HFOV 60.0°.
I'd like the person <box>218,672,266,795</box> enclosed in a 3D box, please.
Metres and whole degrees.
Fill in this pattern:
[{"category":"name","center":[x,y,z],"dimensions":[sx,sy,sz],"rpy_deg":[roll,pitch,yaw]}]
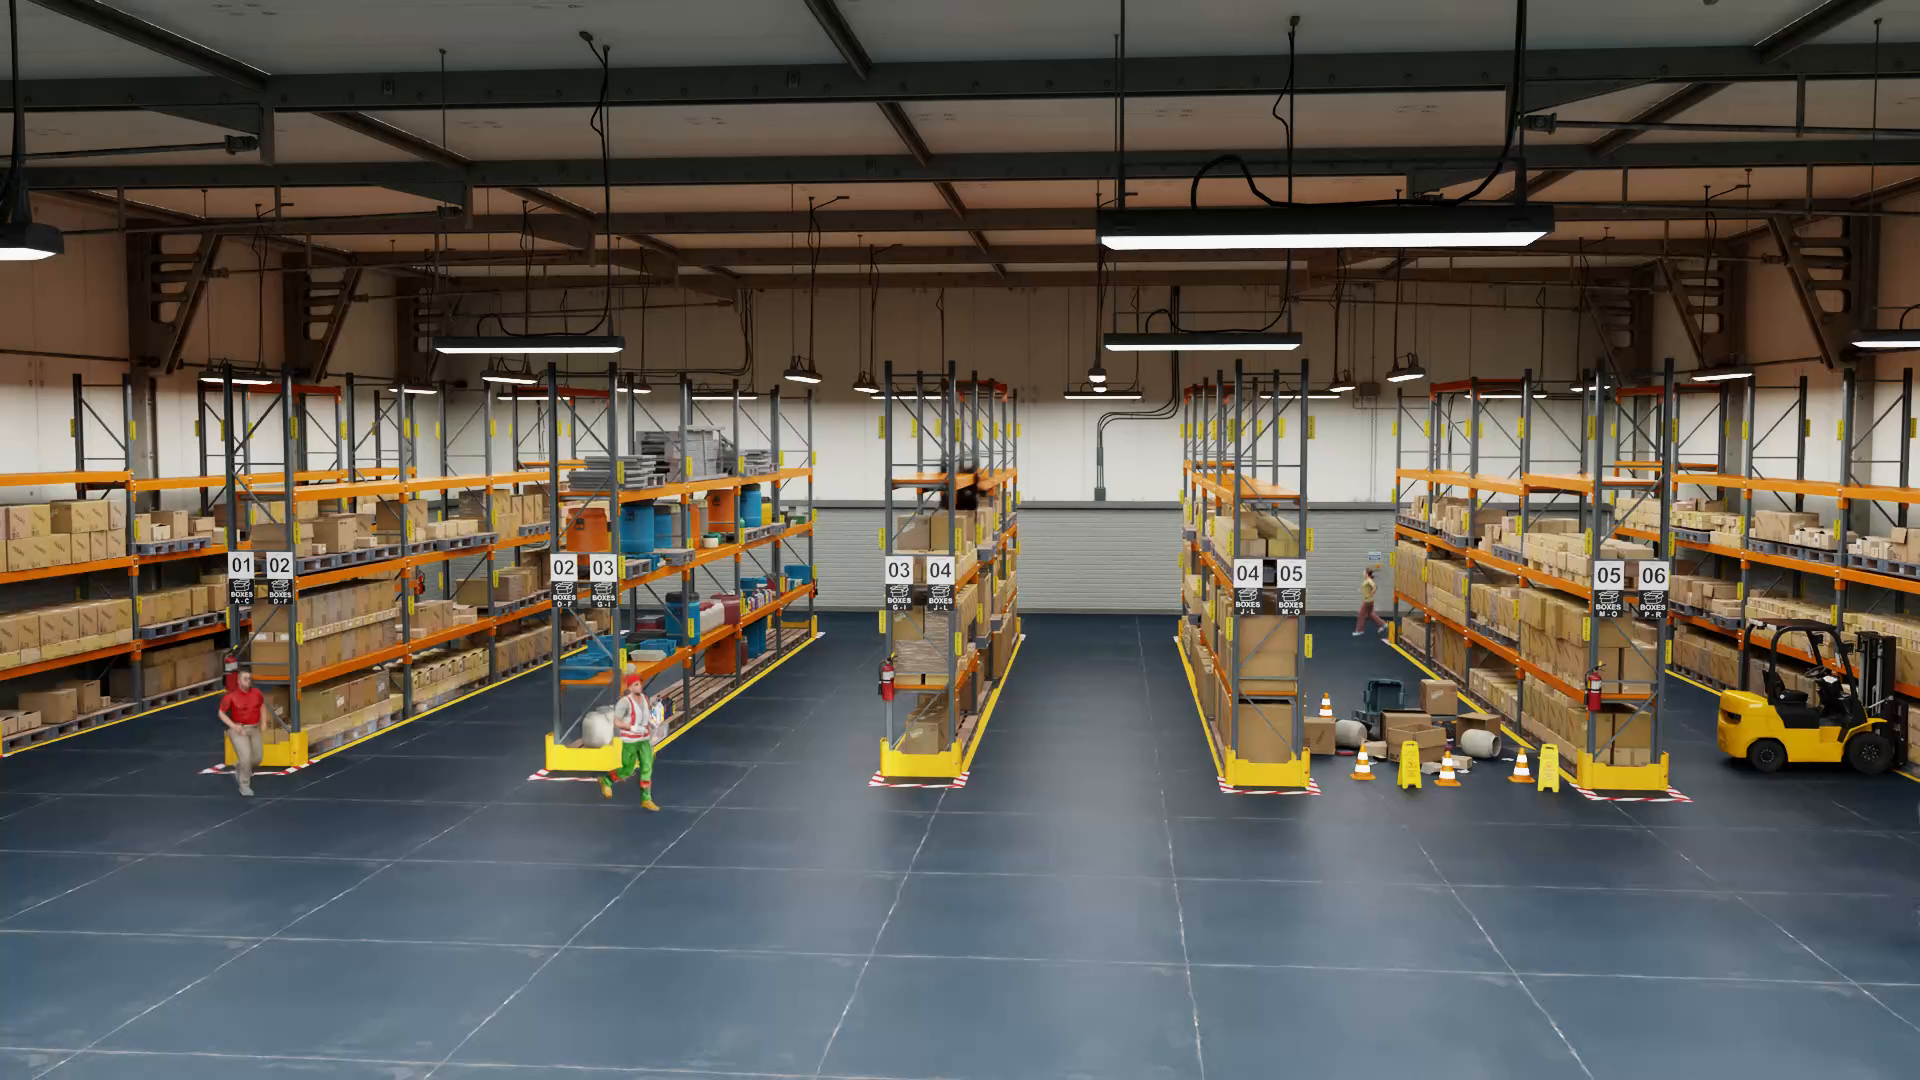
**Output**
[{"category":"person","center":[-9.929,2.658,23.035],"dimensions":[0.600,1.694,0.698],"rpy_deg":[3,5,34]}]

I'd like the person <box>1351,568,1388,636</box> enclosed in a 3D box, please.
[{"category":"person","center":[9.985,1.513,40.492],"dimensions":[0.874,1.677,0.589],"rpy_deg":[1,4,15]}]

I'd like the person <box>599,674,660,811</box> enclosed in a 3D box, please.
[{"category":"person","center":[-4.350,2.666,22.086],"dimensions":[0.951,1.787,0.668],"rpy_deg":[3,5,37]}]
